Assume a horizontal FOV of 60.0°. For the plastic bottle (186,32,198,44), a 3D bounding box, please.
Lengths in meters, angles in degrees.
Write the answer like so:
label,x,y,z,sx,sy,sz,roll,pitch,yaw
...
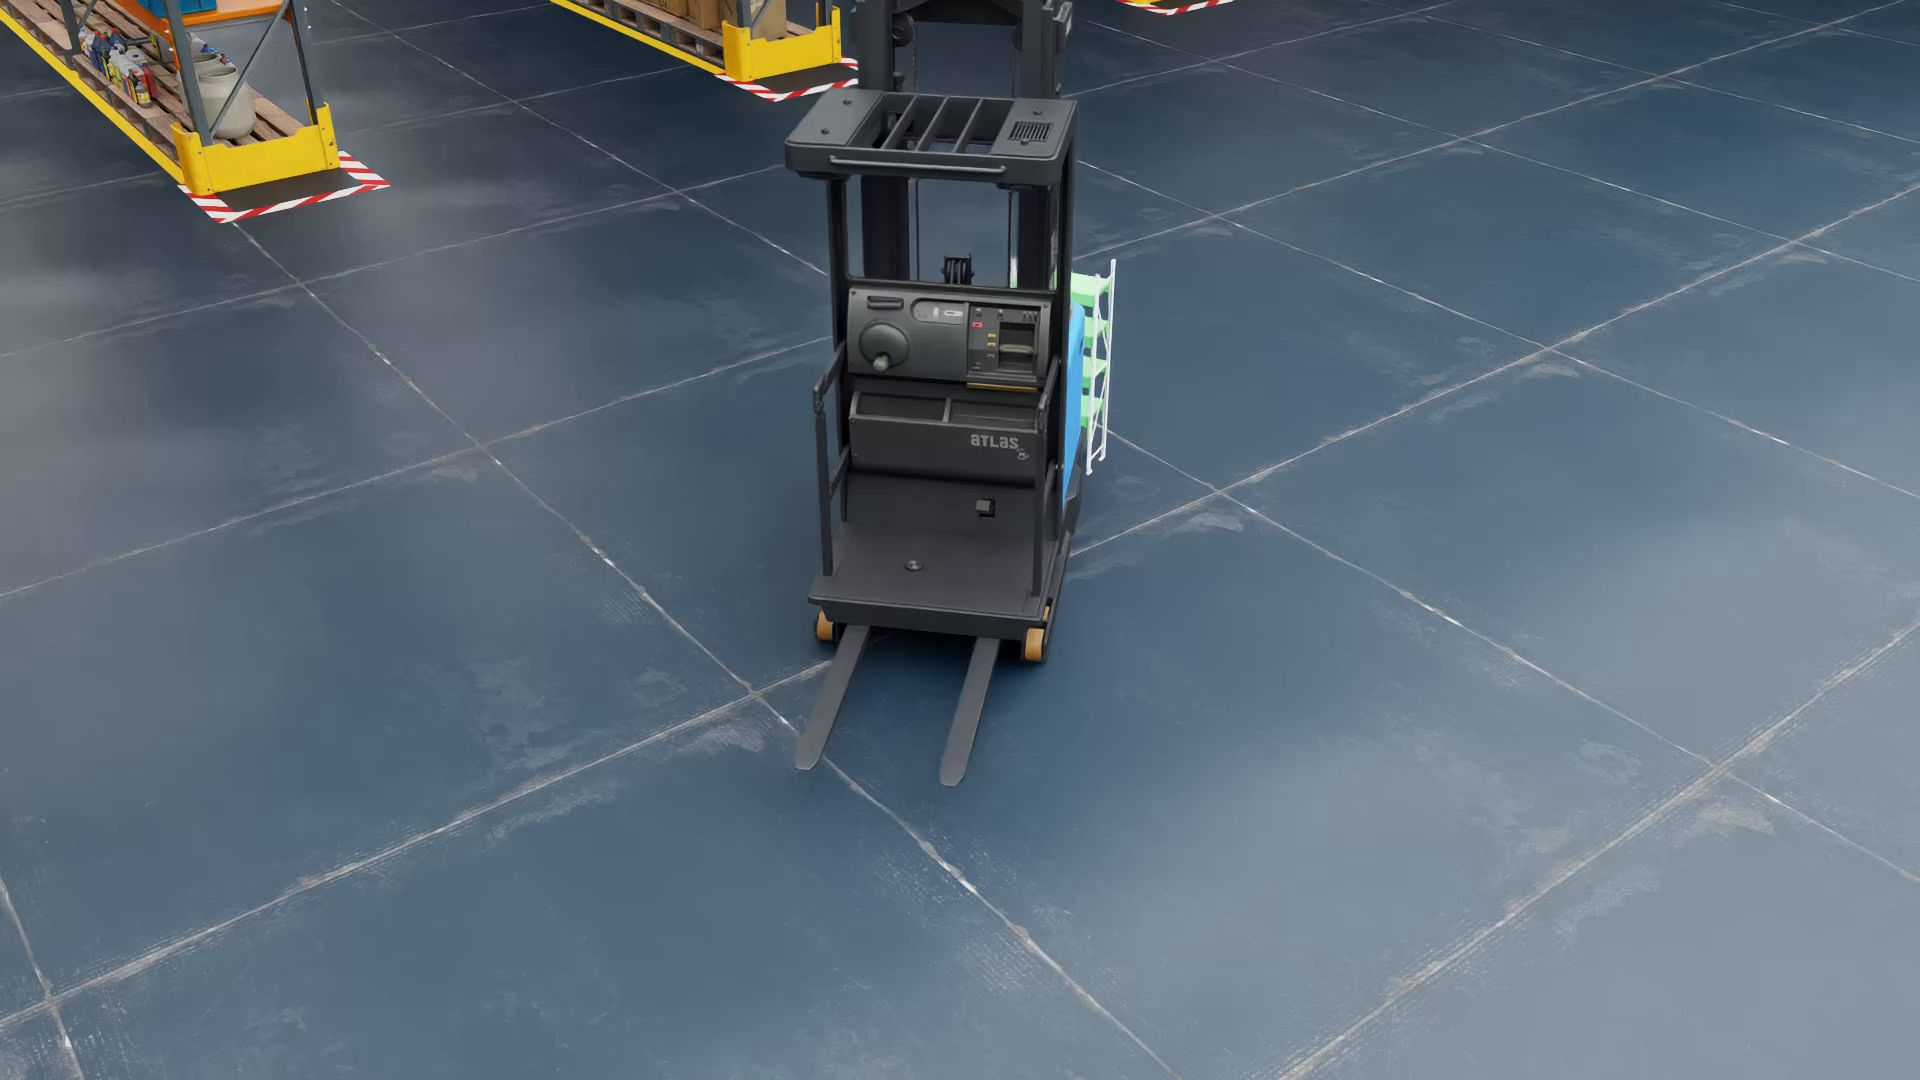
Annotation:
label,x,y,z,sx,sy,sz,roll,pitch,yaw
plastic bottle,-7.084,-4.559,15.341,0.144,0.351,0.185,-23,38,-32

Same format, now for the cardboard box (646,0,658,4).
label,x,y,z,sx,sy,sz,roll,pitch,yaw
cardboard box,-3.096,-5.957,17.469,0.500,0.500,0.500,-26,40,-35

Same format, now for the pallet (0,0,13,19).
label,x,y,z,sx,sy,sz,roll,pitch,yaw
pallet,-10.030,-6.034,18.265,1.003,0.211,1.213,-22,38,-31

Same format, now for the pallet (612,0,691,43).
label,x,y,z,sx,sy,sz,roll,pitch,yaw
pallet,-2.918,-5.528,17.450,1.003,0.211,1.213,-22,38,-31

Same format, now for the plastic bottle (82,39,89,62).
label,x,y,z,sx,sy,sz,roll,pitch,yaw
plastic bottle,-8.111,-4.568,15.497,0.097,0.201,0.097,0,32,0

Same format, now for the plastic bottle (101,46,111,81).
label,x,y,z,sx,sy,sz,roll,pitch,yaw
plastic bottle,-7.671,-4.288,14.969,0.061,0.283,0.133,-20,37,-29

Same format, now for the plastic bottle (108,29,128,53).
label,x,y,z,sx,sy,sz,roll,pitch,yaw
plastic bottle,-7.741,-4.525,15.286,0.144,0.351,0.185,-22,38,-31

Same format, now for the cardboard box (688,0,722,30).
label,x,y,z,sx,sy,sz,roll,pitch,yaw
cardboard box,-2.420,-5.443,16.641,0.614,0.500,0.614,-22,38,-31

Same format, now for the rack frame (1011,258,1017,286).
label,x,y,z,sx,sy,sz,roll,pitch,yaw
rack frame,0.333,-1.048,9.299,0.015,1.200,0.240,15,35,22

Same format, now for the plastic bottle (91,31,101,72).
label,x,y,z,sx,sy,sz,roll,pitch,yaw
plastic bottle,-7.855,-4.478,15.210,0.144,0.351,0.185,-21,38,-30

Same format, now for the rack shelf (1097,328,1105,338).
label,x,y,z,sx,sy,sz,roll,pitch,yaw
rack shelf,0.552,-1.164,9.099,0.442,0.029,0.199,15,35,22

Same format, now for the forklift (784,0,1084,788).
label,x,y,z,sx,sy,sz,roll,pitch,yaw
forklift,-0.092,-0.876,7.382,1.121,2.935,3.031,5,32,8

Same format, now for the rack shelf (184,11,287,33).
label,x,y,z,sx,sy,sz,roll,pitch,yaw
rack shelf,-6.796,-4.809,14.195,0.831,0.071,3.687,-22,38,-31

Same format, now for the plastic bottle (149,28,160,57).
label,x,y,z,sx,sy,sz,roll,pitch,yaw
plastic bottle,-7.513,-4.727,15.611,0.144,0.351,0.185,-22,38,-31

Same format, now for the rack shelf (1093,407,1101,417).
label,x,y,z,sx,sy,sz,roll,pitch,yaw
rack shelf,0.552,-0.756,9.351,0.442,0.029,0.199,15,35,22

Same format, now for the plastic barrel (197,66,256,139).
label,x,y,z,sx,sy,sz,roll,pitch,yaw
plastic barrel,-6.033,-3.591,13.649,0.421,0.512,0.421,0,32,0

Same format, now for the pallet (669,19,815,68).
label,x,y,z,sx,sy,sz,roll,pitch,yaw
pallet,-2.174,-5.019,16.632,1.003,0.211,1.213,-22,38,-31

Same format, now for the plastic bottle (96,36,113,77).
label,x,y,z,sx,sy,sz,roll,pitch,yaw
plastic bottle,-7.739,-4.399,15.084,0.144,0.351,0.185,-24,39,-33

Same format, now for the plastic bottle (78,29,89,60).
label,x,y,z,sx,sy,sz,roll,pitch,yaw
plastic bottle,-8.173,-4.640,15.547,0.097,0.271,0.097,0,32,0

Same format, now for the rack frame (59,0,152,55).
label,x,y,z,sx,sy,sz,roll,pitch,yaw
rack frame,-8.022,-5.887,15.385,1.000,3.000,0.127,-22,38,-31

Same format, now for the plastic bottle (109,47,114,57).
label,x,y,z,sx,sy,sz,roll,pitch,yaw
plastic bottle,-7.619,-4.316,15.026,0.097,0.271,0.097,0,32,0

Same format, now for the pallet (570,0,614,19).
label,x,y,z,sx,sy,sz,roll,pitch,yaw
pallet,-3.670,-6.036,18.269,1.003,0.211,1.213,-22,38,-31

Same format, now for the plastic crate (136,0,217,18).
label,x,y,z,sx,sy,sz,roll,pitch,yaw
plastic crate,-7.911,-5.581,14.833,0.499,0.464,6.483,-22,38,-31

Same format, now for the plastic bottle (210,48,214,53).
label,x,y,z,sx,sy,sz,roll,pitch,yaw
plastic bottle,-6.706,-4.289,14.981,0.097,0.271,0.097,0,32,0

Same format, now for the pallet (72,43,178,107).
label,x,y,z,sx,sy,sz,roll,pitch,yaw
pallet,-7.643,-4.409,15.649,1.003,0.211,1.213,-22,38,-31

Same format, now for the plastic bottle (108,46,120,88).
label,x,y,z,sx,sy,sz,roll,pitch,yaw
plastic bottle,-7.478,-4.222,14.799,0.144,0.351,0.185,-23,38,-32

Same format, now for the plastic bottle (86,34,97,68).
label,x,y,z,sx,sy,sz,roll,pitch,yaw
plastic bottle,-7.953,-4.516,15.343,0.152,0.276,0.135,-21,37,-30

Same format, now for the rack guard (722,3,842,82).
label,x,y,z,sx,sy,sz,roll,pitch,yaw
rack guard,-1.703,-4.792,15.992,1.175,0.500,0.348,-22,38,-31

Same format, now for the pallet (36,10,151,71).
label,x,y,z,sx,sy,sz,roll,pitch,yaw
pallet,-8.534,-5.017,16.628,1.003,0.211,1.213,-22,38,-31

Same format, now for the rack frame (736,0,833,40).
label,x,y,z,sx,sy,sz,roll,pitch,yaw
rack frame,-1.657,-5.822,15.281,1.000,3.000,0.127,-22,38,-31

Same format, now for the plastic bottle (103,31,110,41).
label,x,y,z,sx,sy,sz,roll,pitch,yaw
plastic bottle,-7.869,-4.554,15.397,0.061,0.283,0.133,-22,38,-31

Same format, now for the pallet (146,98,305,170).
label,x,y,z,sx,sy,sz,roll,pitch,yaw
pallet,-6.147,-3.392,14.011,1.003,0.211,1.213,-22,38,-31

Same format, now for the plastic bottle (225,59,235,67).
label,x,y,z,sx,sy,sz,roll,pitch,yaw
plastic bottle,-6.435,-4.104,14.684,0.097,0.271,0.097,0,32,0

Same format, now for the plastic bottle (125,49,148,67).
label,x,y,z,sx,sy,sz,roll,pitch,yaw
plastic bottle,-7.377,-4.249,14.912,0.152,0.276,0.135,-22,38,-31

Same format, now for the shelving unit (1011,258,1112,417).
label,x,y,z,sx,sy,sz,roll,pitch,yaw
shelving unit,0.547,-0.991,9.209,0.492,1.200,0.258,15,35,22

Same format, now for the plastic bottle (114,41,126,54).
label,x,y,z,sx,sy,sz,roll,pitch,yaw
plastic bottle,-7.671,-4.423,15.197,0.097,0.271,0.097,0,32,0

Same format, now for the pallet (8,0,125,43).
label,x,y,z,sx,sy,sz,roll,pitch,yaw
pallet,-9.287,-5.526,17.447,1.003,0.211,1.213,-22,38,-31

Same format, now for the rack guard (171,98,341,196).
label,x,y,z,sx,sy,sz,roll,pitch,yaw
rack guard,-5.653,-3.174,13.387,1.175,0.500,0.348,-22,38,-31

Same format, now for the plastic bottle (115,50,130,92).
label,x,y,z,sx,sy,sz,roll,pitch,yaw
plastic bottle,-7.364,-4.145,14.674,0.144,0.351,0.185,-21,37,-29

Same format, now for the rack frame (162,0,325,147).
label,x,y,z,sx,sy,sz,roll,pitch,yaw
rack frame,-5.569,-4.220,12.701,1.000,3.000,0.127,-22,38,-31

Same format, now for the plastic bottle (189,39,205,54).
label,x,y,z,sx,sy,sz,roll,pitch,yaw
plastic bottle,-6.987,-4.458,15.249,0.152,0.276,0.135,-22,38,-31

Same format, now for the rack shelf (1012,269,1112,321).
label,x,y,z,sx,sy,sz,roll,pitch,yaw
rack shelf,0.552,-1.344,8.987,0.480,0.148,0.258,15,35,22

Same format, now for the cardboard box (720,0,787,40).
label,x,y,z,sx,sy,sz,roll,pitch,yaw
cardboard box,-2.026,-5.205,16.258,0.500,0.500,0.500,-15,35,-23

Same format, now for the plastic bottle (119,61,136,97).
label,x,y,z,sx,sy,sz,roll,pitch,yaw
plastic bottle,-7.260,-4.045,14.584,0.152,0.276,0.135,-23,39,-33

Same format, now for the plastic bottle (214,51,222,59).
label,x,y,z,sx,sy,sz,roll,pitch,yaw
plastic bottle,-6.645,-4.247,14.914,0.097,0.271,0.097,0,32,0

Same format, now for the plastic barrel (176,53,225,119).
label,x,y,z,sx,sy,sz,roll,pitch,yaw
plastic barrel,-6.340,-3.800,13.985,0.421,0.512,0.421,0,32,0

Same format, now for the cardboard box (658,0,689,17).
label,x,y,z,sx,sy,sz,roll,pitch,yaw
cardboard box,-2.789,-5.710,17.071,0.500,0.500,0.500,-19,36,-27

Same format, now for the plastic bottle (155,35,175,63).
label,x,y,z,sx,sy,sz,roll,pitch,yaw
plastic bottle,-7.383,-4.603,15.483,0.152,0.276,0.135,-22,38,-31

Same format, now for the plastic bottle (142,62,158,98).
label,x,y,z,sx,sy,sz,roll,pitch,yaw
plastic bottle,-7.091,-4.025,14.545,0.061,0.283,0.133,-22,38,-31
